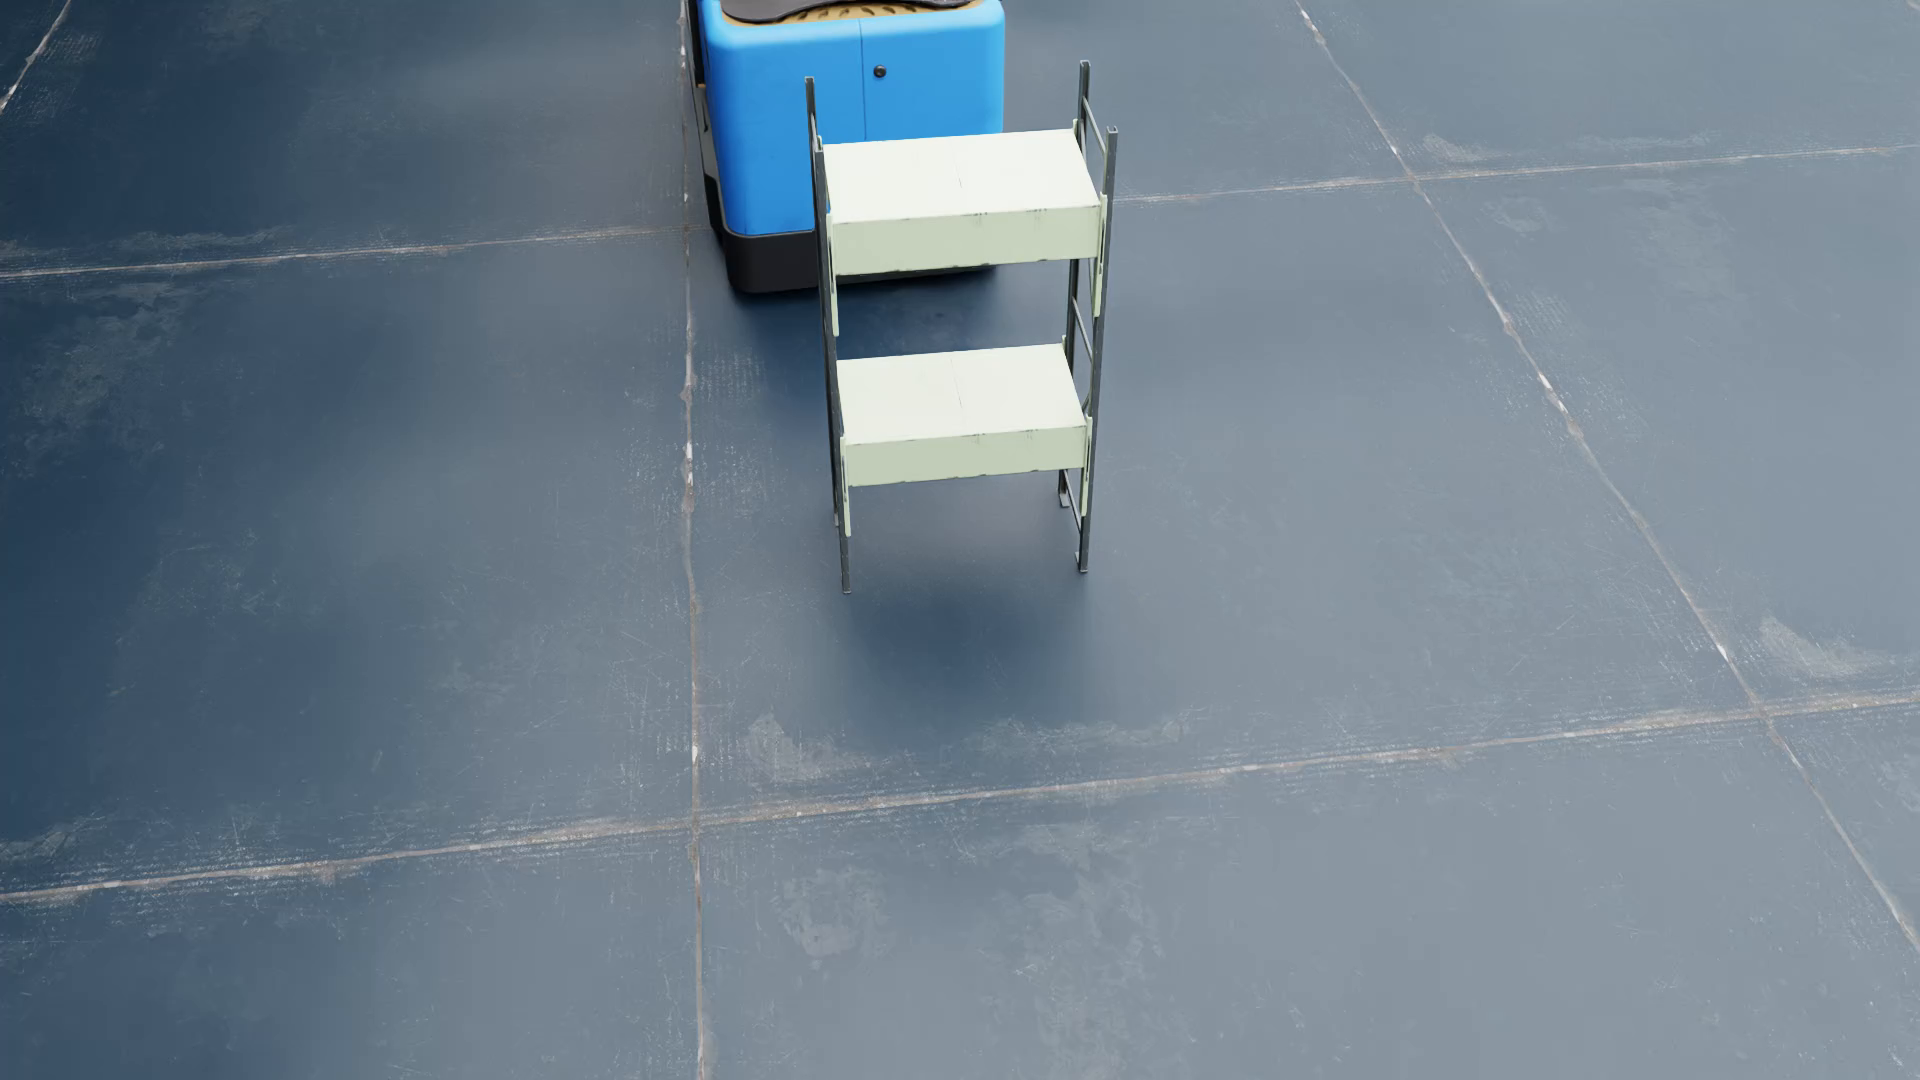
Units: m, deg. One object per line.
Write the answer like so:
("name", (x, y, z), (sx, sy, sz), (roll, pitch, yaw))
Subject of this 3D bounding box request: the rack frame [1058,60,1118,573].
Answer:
("rack frame", (0.356, -0.588, 4.782), (0.023, 1.500, 0.400), (-5, 42, -6))

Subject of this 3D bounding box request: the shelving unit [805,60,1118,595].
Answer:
("shelving unit", (-0.007, -0.556, 4.747), (0.755, 1.500, 0.431), (-5, 42, -6))

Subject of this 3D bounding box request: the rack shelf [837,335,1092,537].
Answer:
("rack shelf", (-0.007, -0.314, 4.965), (0.720, 0.370, 0.431), (-5, 42, -6))

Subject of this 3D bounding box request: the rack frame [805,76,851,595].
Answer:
("rack frame", (-0.370, -0.525, 4.712), (0.023, 1.500, 0.400), (-5, 42, -6))

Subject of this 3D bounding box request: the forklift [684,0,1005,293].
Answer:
("forklift", (-0.607, -2.997, 6.385), (1.130, 2.935, 3.031), (-7, 43, -8))

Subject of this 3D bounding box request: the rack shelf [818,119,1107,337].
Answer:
("rack shelf", (-0.007, -0.846, 4.486), (0.720, 0.370, 0.431), (-5, 42, -6))
